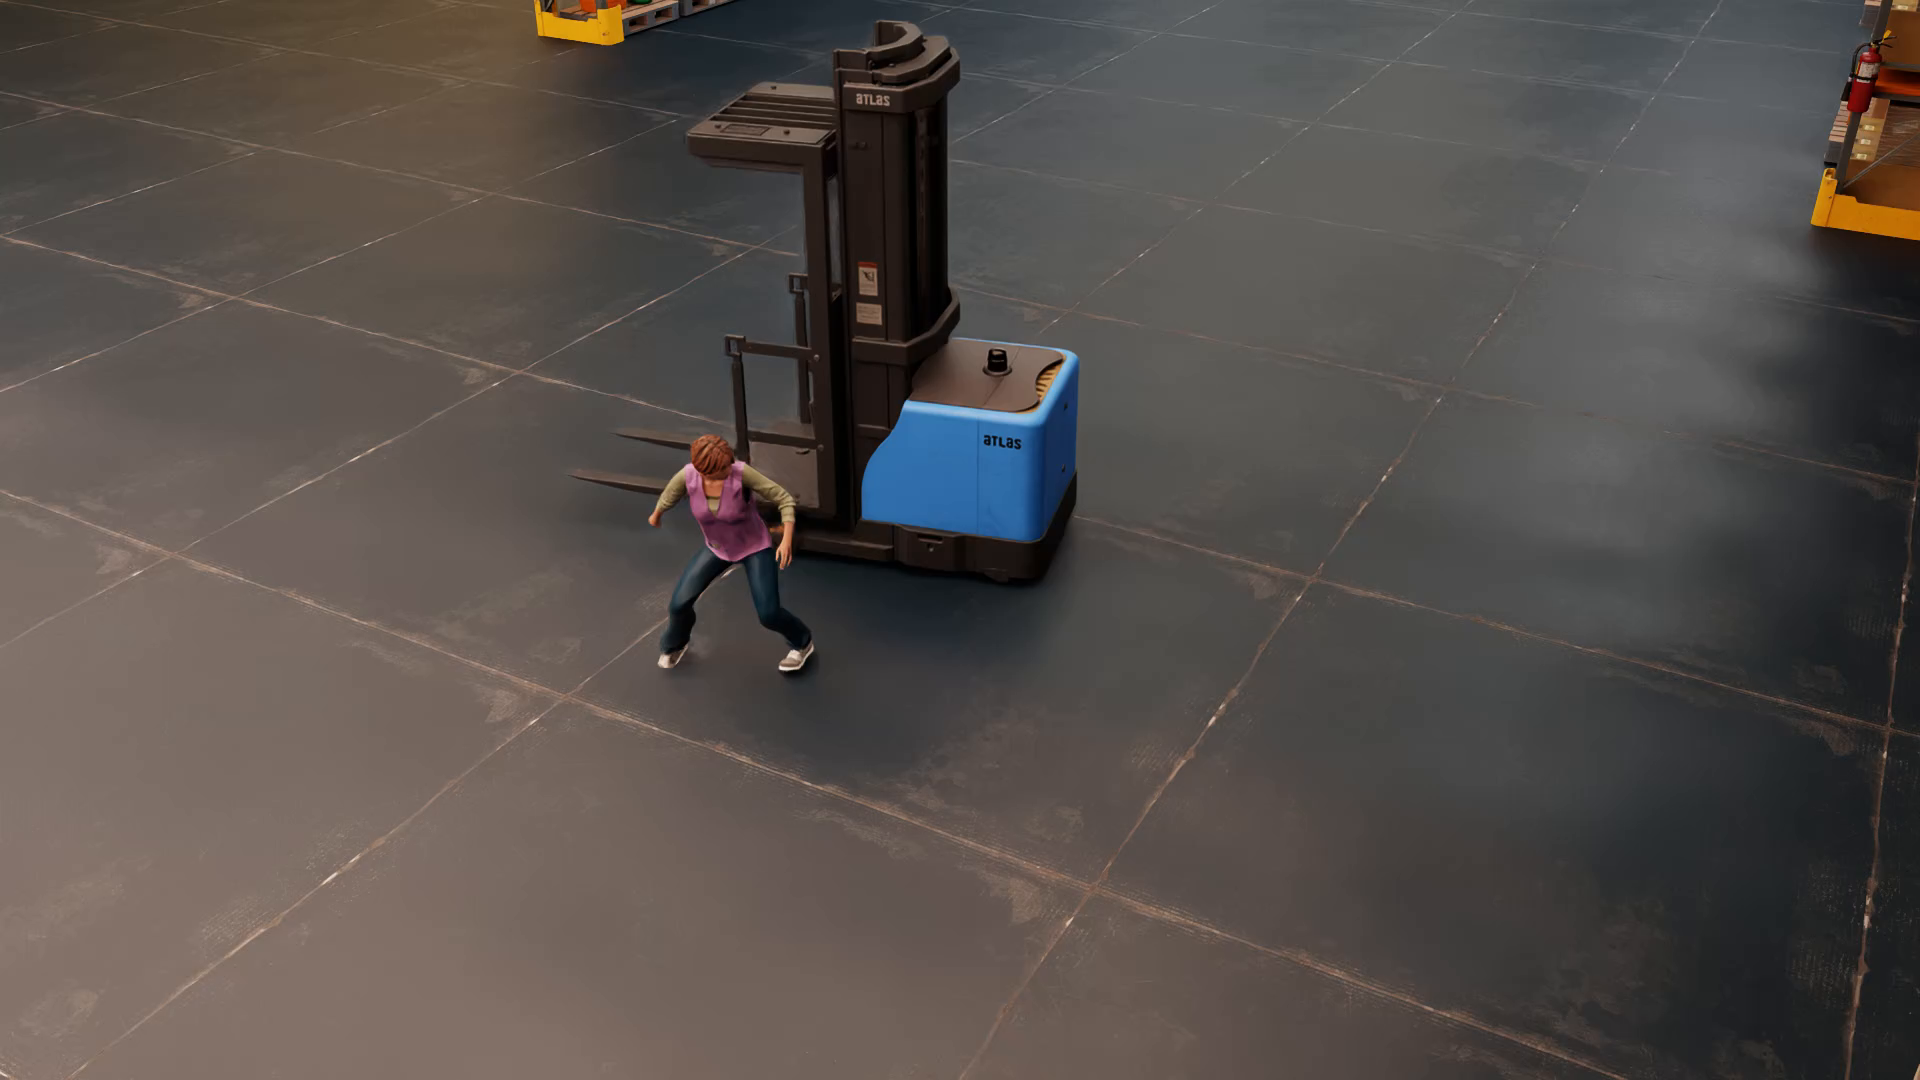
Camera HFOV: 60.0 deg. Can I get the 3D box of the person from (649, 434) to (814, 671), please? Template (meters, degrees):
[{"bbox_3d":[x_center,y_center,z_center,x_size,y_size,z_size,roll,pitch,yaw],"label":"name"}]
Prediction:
[{"bbox_3d":[-1.222,0.102,8.475,0.907,1.527,0.515,7,31,11],"label":"person"}]

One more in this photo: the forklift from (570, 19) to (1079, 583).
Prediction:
[{"bbox_3d":[-0.861,-1.431,9.550,3.031,2.935,1.130,8,31,14],"label":"forklift"}]
